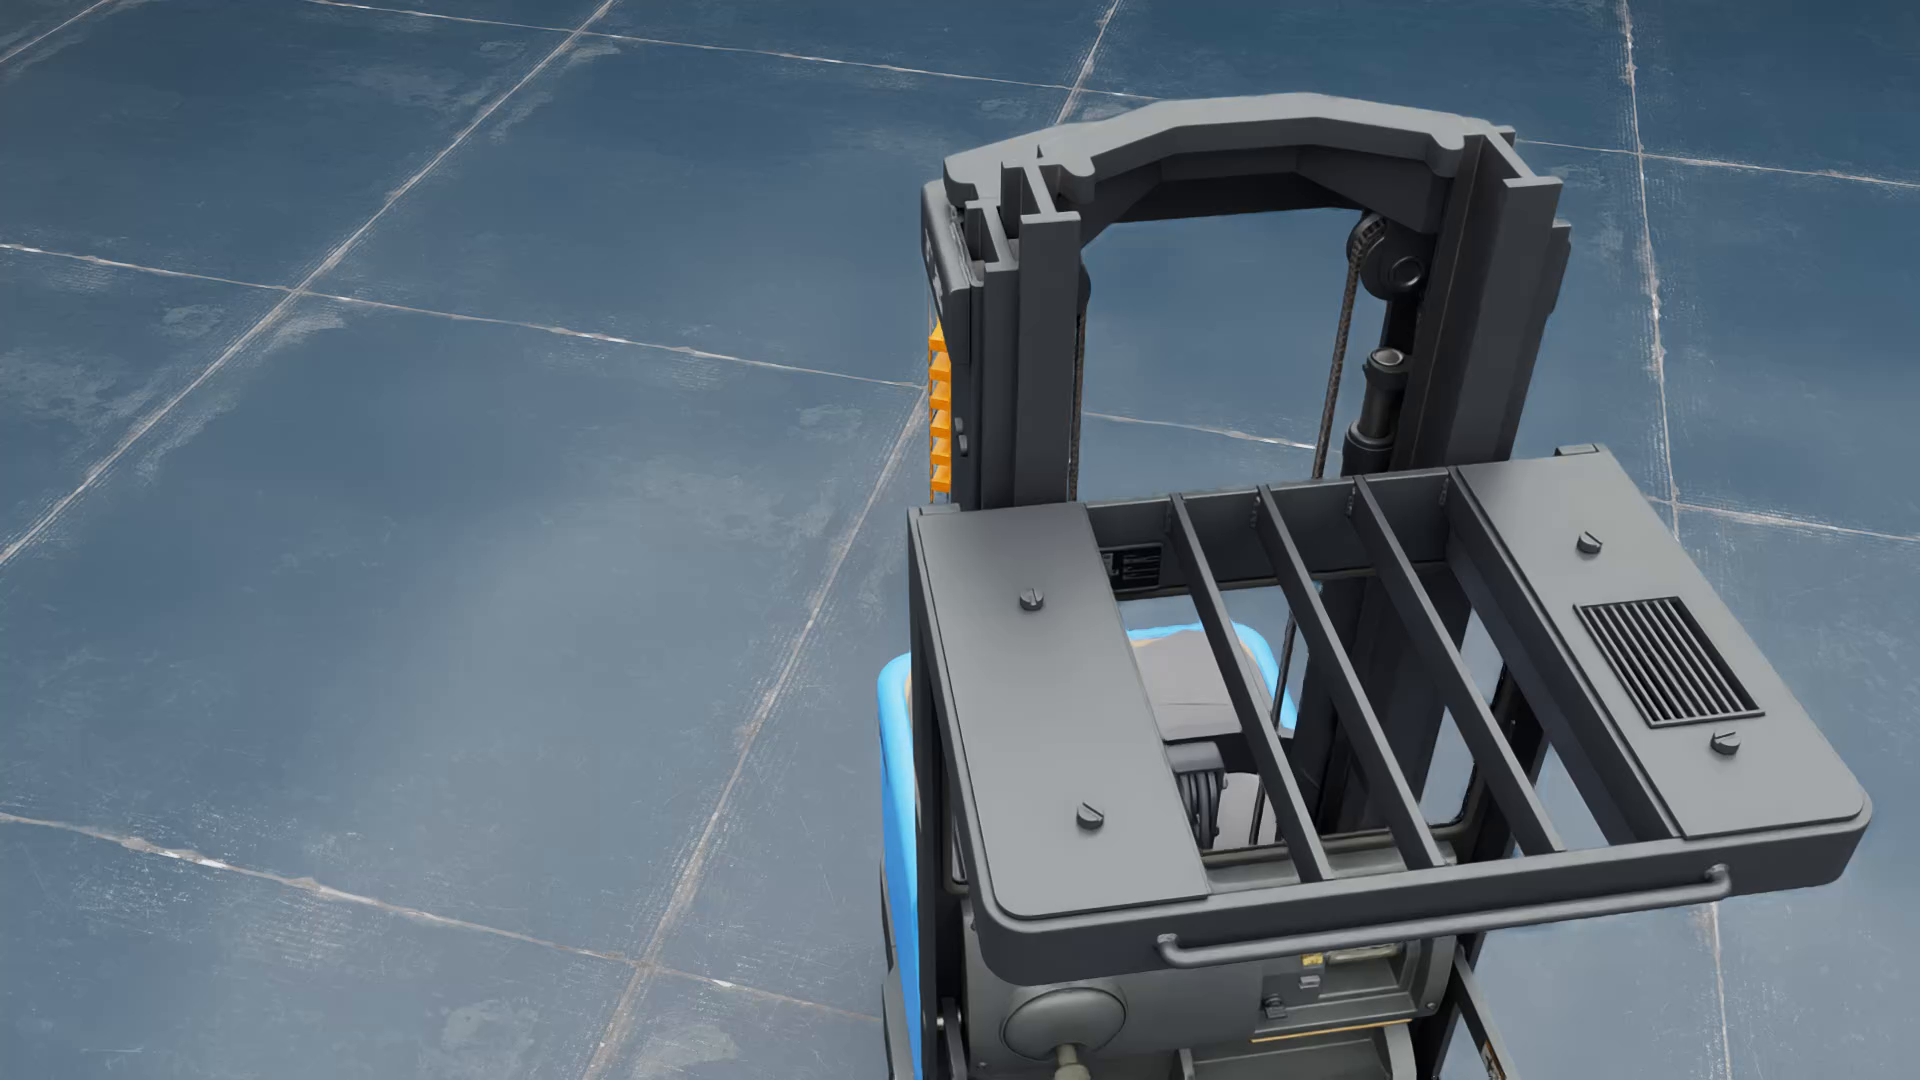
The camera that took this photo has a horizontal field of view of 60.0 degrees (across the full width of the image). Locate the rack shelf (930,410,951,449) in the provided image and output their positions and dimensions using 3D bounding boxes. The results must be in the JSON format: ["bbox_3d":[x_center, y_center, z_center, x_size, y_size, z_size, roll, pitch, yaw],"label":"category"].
[{"bbox_3d":[0.014,-0.423,5.890,0.180,0.103,0.258,10,41,11],"label":"rack shelf"}]

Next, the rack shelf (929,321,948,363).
[{"bbox_3d":[0.014,-0.699,5.658,0.180,0.103,0.258,10,41,11],"label":"rack shelf"}]

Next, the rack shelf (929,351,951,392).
[{"bbox_3d":[0.014,-0.607,5.735,0.180,0.103,0.258,10,41,11],"label":"rack shelf"}]

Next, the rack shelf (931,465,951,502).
[{"bbox_3d":[0.014,-0.239,6.044,0.180,0.103,0.258,10,41,11],"label":"rack shelf"}]

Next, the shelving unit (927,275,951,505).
[{"bbox_3d":[0.014,-0.457,5.861,0.189,1.200,0.258,10,41,11],"label":"shelving unit"}]

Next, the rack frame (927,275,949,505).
[{"bbox_3d":[-0.074,-0.472,5.879,0.006,1.200,0.240,10,41,11],"label":"rack frame"}]

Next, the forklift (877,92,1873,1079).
[{"bbox_3d":[0.503,0.881,2.922,1.130,2.935,3.031,-6,40,-7],"label":"forklift"}]

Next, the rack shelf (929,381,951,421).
[{"bbox_3d":[0.014,-0.515,5.813,0.180,0.103,0.258,10,41,11],"label":"rack shelf"}]

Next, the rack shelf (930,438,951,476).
[{"bbox_3d":[0.014,-0.331,5.967,0.180,0.103,0.258,10,41,11],"label":"rack shelf"}]
